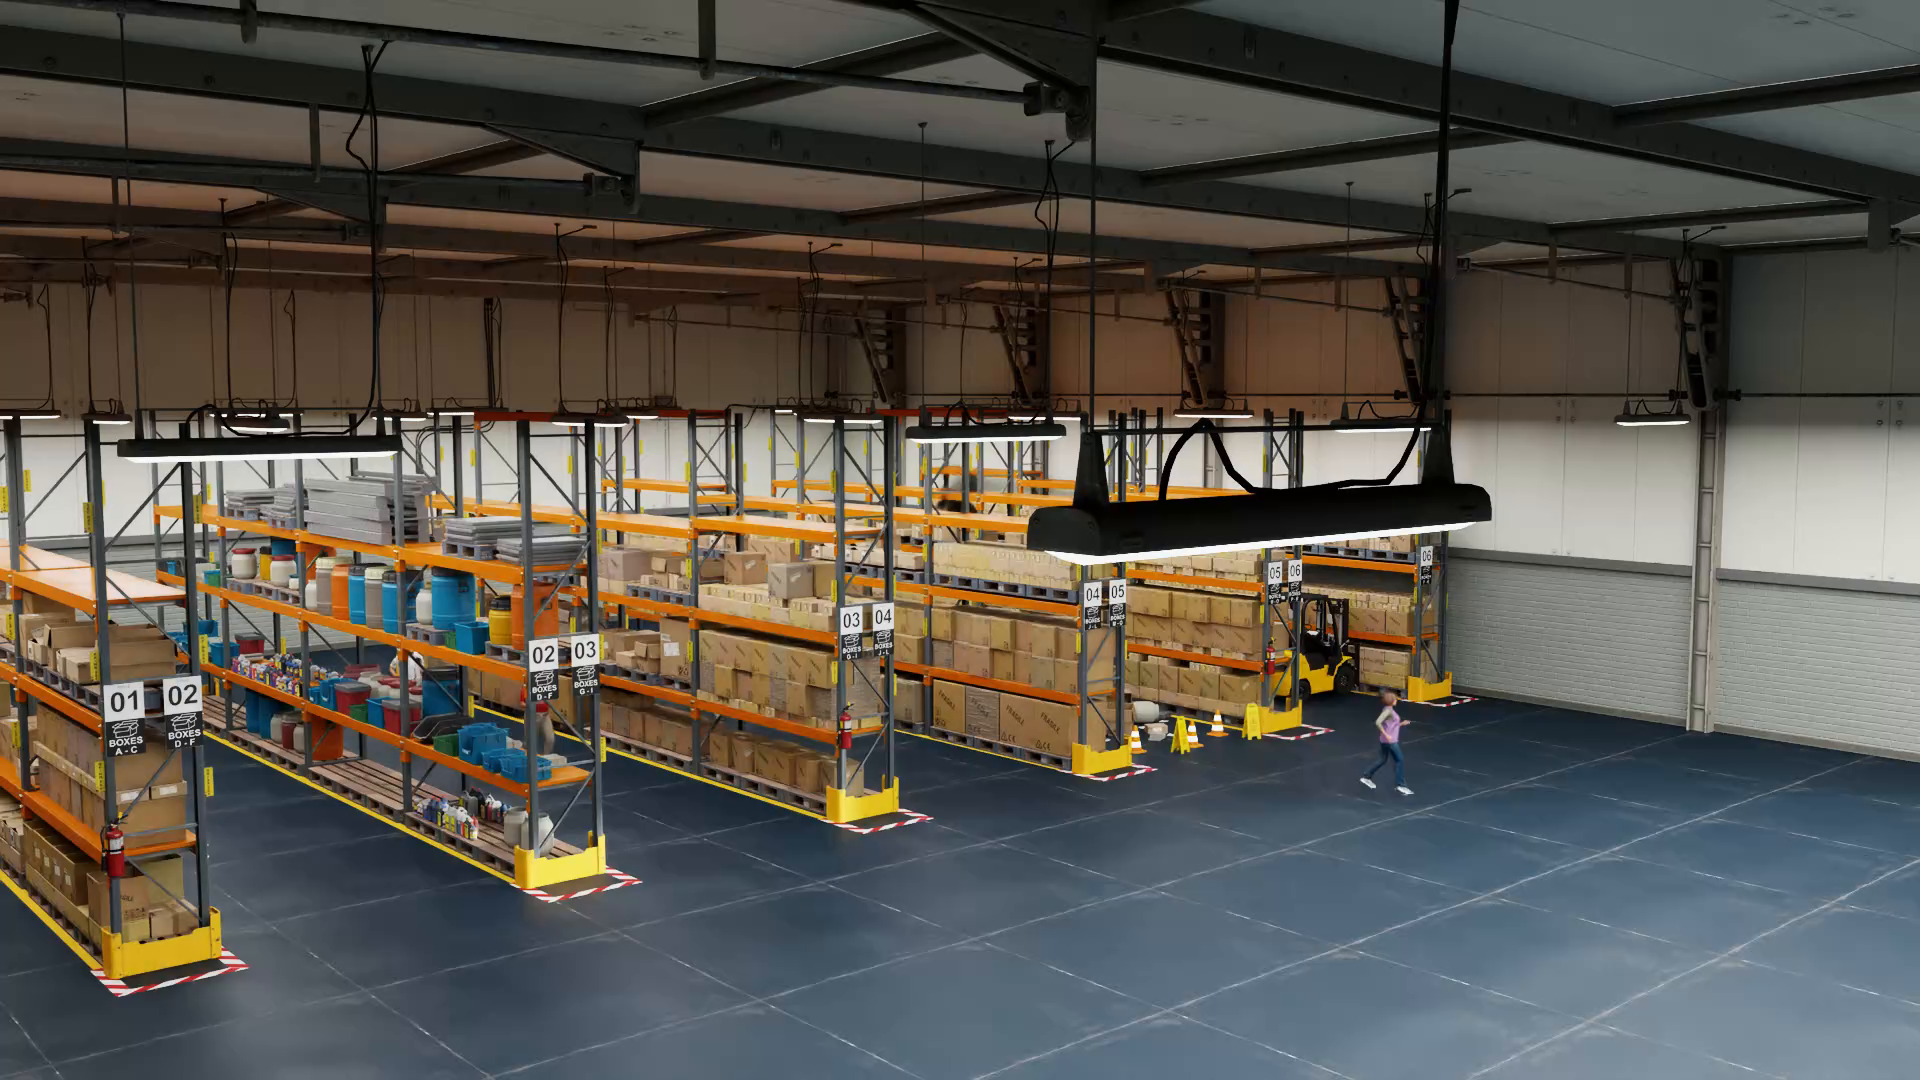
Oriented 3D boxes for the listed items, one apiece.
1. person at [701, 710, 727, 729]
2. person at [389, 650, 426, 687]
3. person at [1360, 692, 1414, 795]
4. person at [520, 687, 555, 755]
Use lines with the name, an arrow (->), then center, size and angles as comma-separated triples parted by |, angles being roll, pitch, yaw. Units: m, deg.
person -> -4.752, 2.650, 31.623 | 0.758, 1.837, 0.637 | 5, 7, 45
person -> -10.264, 2.725, 31.037 | 0.825, 1.794, 0.666 | 5, 7, 44
person -> 6.762, 3.208, 26.276 | 0.820, 1.620, 0.504 | 1, 5, 6
person -> -7.070, 3.030, 27.798 | 0.768, 1.789, 0.645 | 4, 7, 42
